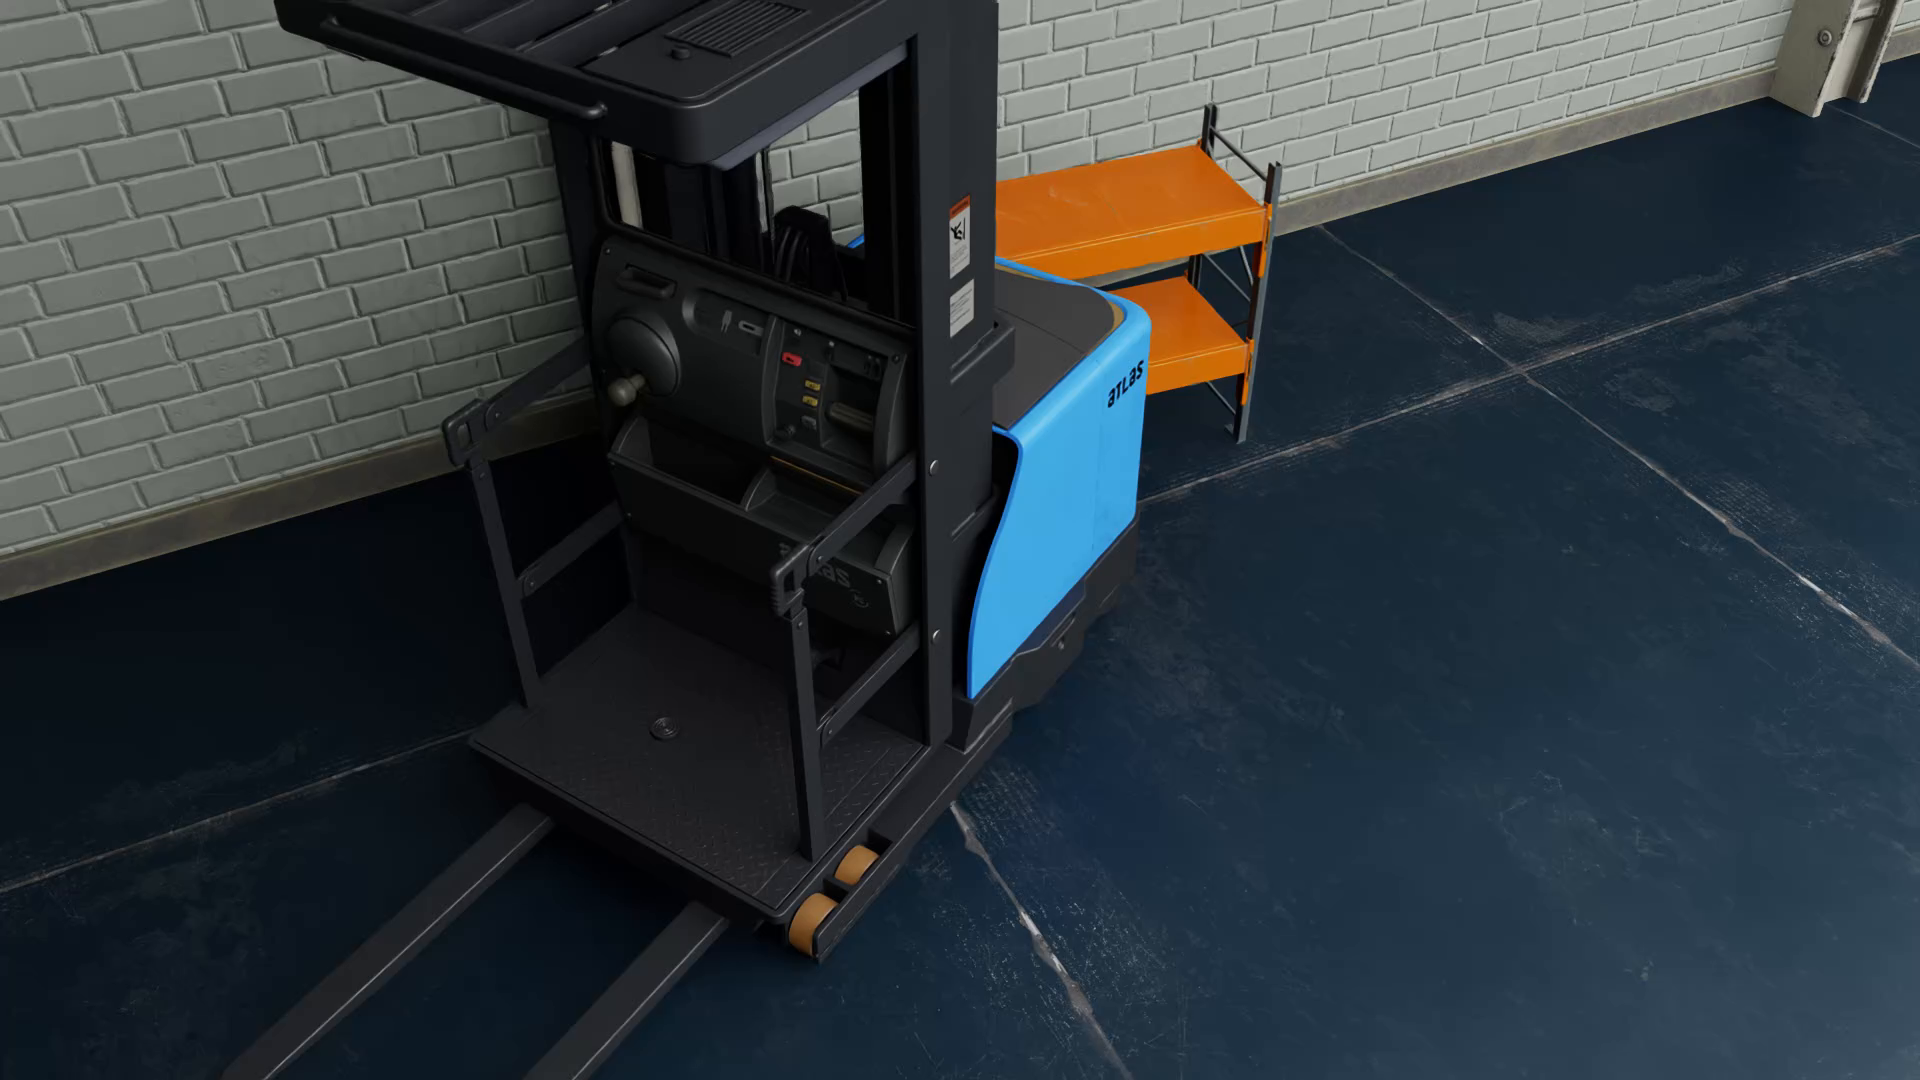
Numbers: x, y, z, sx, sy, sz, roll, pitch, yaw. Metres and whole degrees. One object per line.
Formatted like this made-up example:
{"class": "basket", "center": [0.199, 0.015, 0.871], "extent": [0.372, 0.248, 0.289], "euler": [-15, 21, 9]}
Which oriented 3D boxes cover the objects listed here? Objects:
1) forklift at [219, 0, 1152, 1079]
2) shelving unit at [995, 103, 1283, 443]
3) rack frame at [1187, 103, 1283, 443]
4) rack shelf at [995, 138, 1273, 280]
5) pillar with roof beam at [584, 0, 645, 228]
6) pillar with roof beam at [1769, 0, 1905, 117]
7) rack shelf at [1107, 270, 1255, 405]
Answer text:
{"class": "forklift", "center": [-0.643, -0.361, 3.908], "extent": [1.130, 2.935, 3.031], "euler": [23, 45, 25]}
{"class": "shelving unit", "center": [0.484, -0.826, 5.855], "extent": [1.048, 1.125, 0.538], "euler": [-14, 42, -16]}
{"class": "rack frame", "center": [0.958, -0.944, 5.995], "extent": [0.032, 1.125, 0.500], "euler": [-14, 42, -16]}
{"class": "rack shelf", "center": [0.484, -1.050, 5.666], "extent": [1.000, 0.278, 0.538], "euler": [-14, 42, -16]}
{"class": "pillar with roof beam", "center": [0.982, -1.413, 0.454], "extent": [0.400, 9.000, 9.100], "euler": [-19, 44, -21]}
{"class": "pillar with roof beam", "center": [6.304, -3.203, 2.569], "extent": [0.400, 9.000, 9.100], "euler": [-19, 44, -21]}
{"class": "rack shelf", "center": [0.484, -0.640, 6.013], "extent": [1.000, 0.278, 0.538], "euler": [-14, 42, -16]}
